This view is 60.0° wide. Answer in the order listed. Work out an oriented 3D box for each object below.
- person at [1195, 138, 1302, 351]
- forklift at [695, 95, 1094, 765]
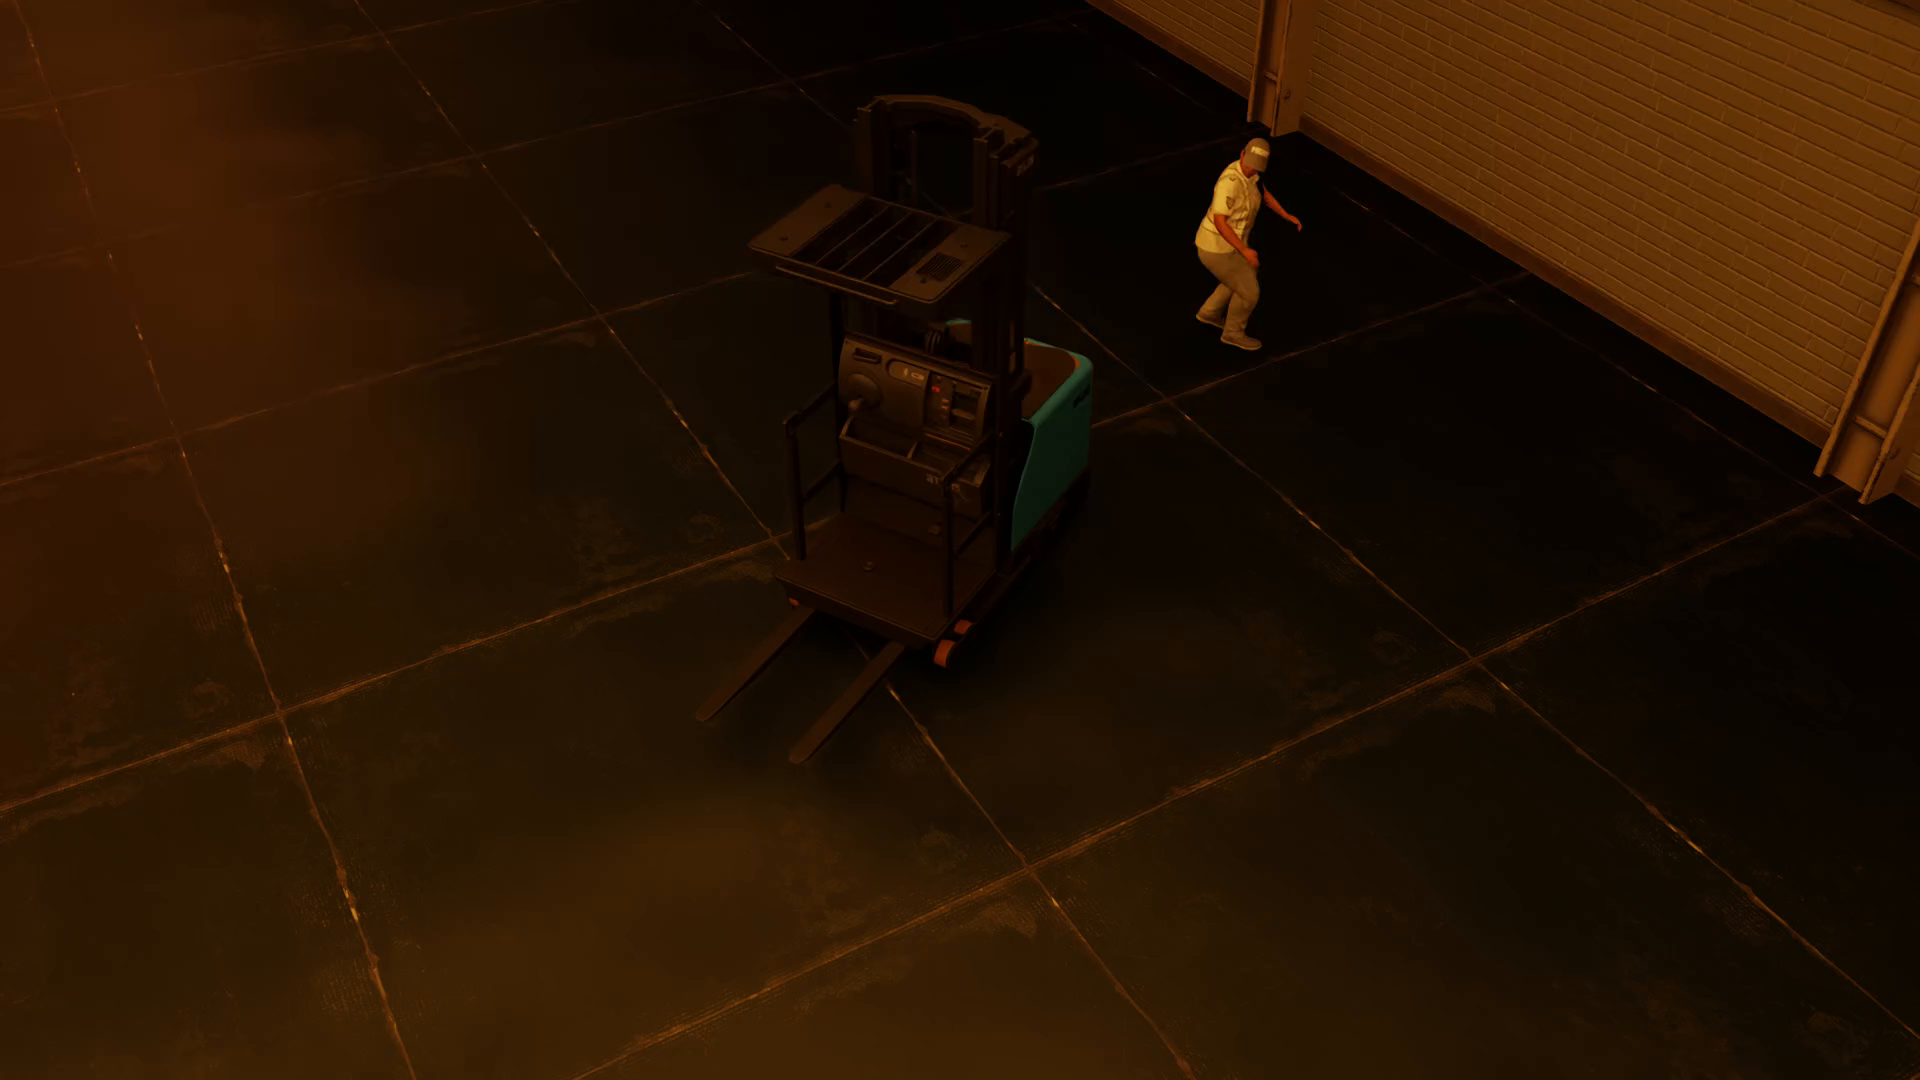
[{"bbox_3d":[1.997,-2.055,11.589,0.710,1.586,0.739,9,41,11],"label":"person"},{"bbox_3d":[-0.361,-0.738,8.925,1.130,2.935,3.031,20,44,23],"label":"forklift"}]
